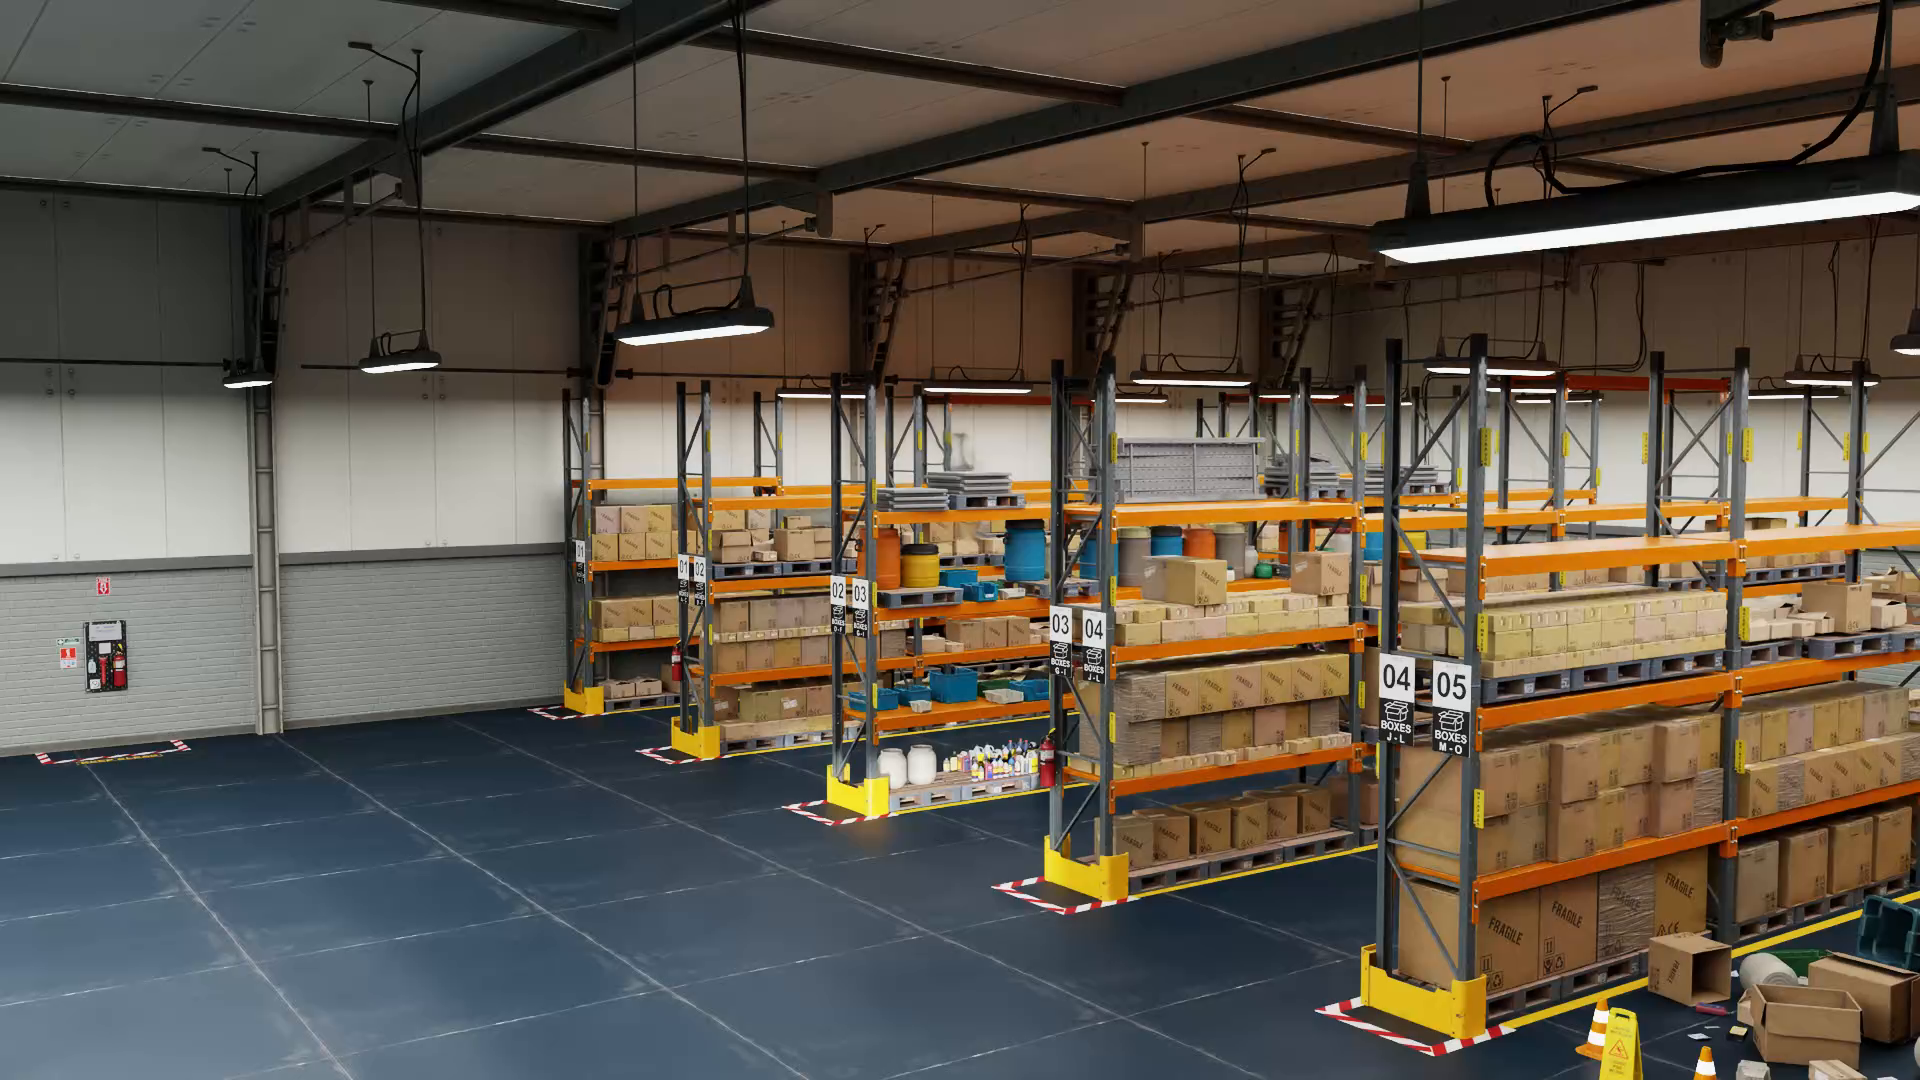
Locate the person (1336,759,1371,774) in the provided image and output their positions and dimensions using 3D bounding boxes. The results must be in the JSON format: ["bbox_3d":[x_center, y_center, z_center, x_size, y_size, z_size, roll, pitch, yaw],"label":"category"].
[{"bbox_3d":[5.563,2.788,23.554,0.639,1.736,0.719,-3,4,-35],"label":"person"}]
